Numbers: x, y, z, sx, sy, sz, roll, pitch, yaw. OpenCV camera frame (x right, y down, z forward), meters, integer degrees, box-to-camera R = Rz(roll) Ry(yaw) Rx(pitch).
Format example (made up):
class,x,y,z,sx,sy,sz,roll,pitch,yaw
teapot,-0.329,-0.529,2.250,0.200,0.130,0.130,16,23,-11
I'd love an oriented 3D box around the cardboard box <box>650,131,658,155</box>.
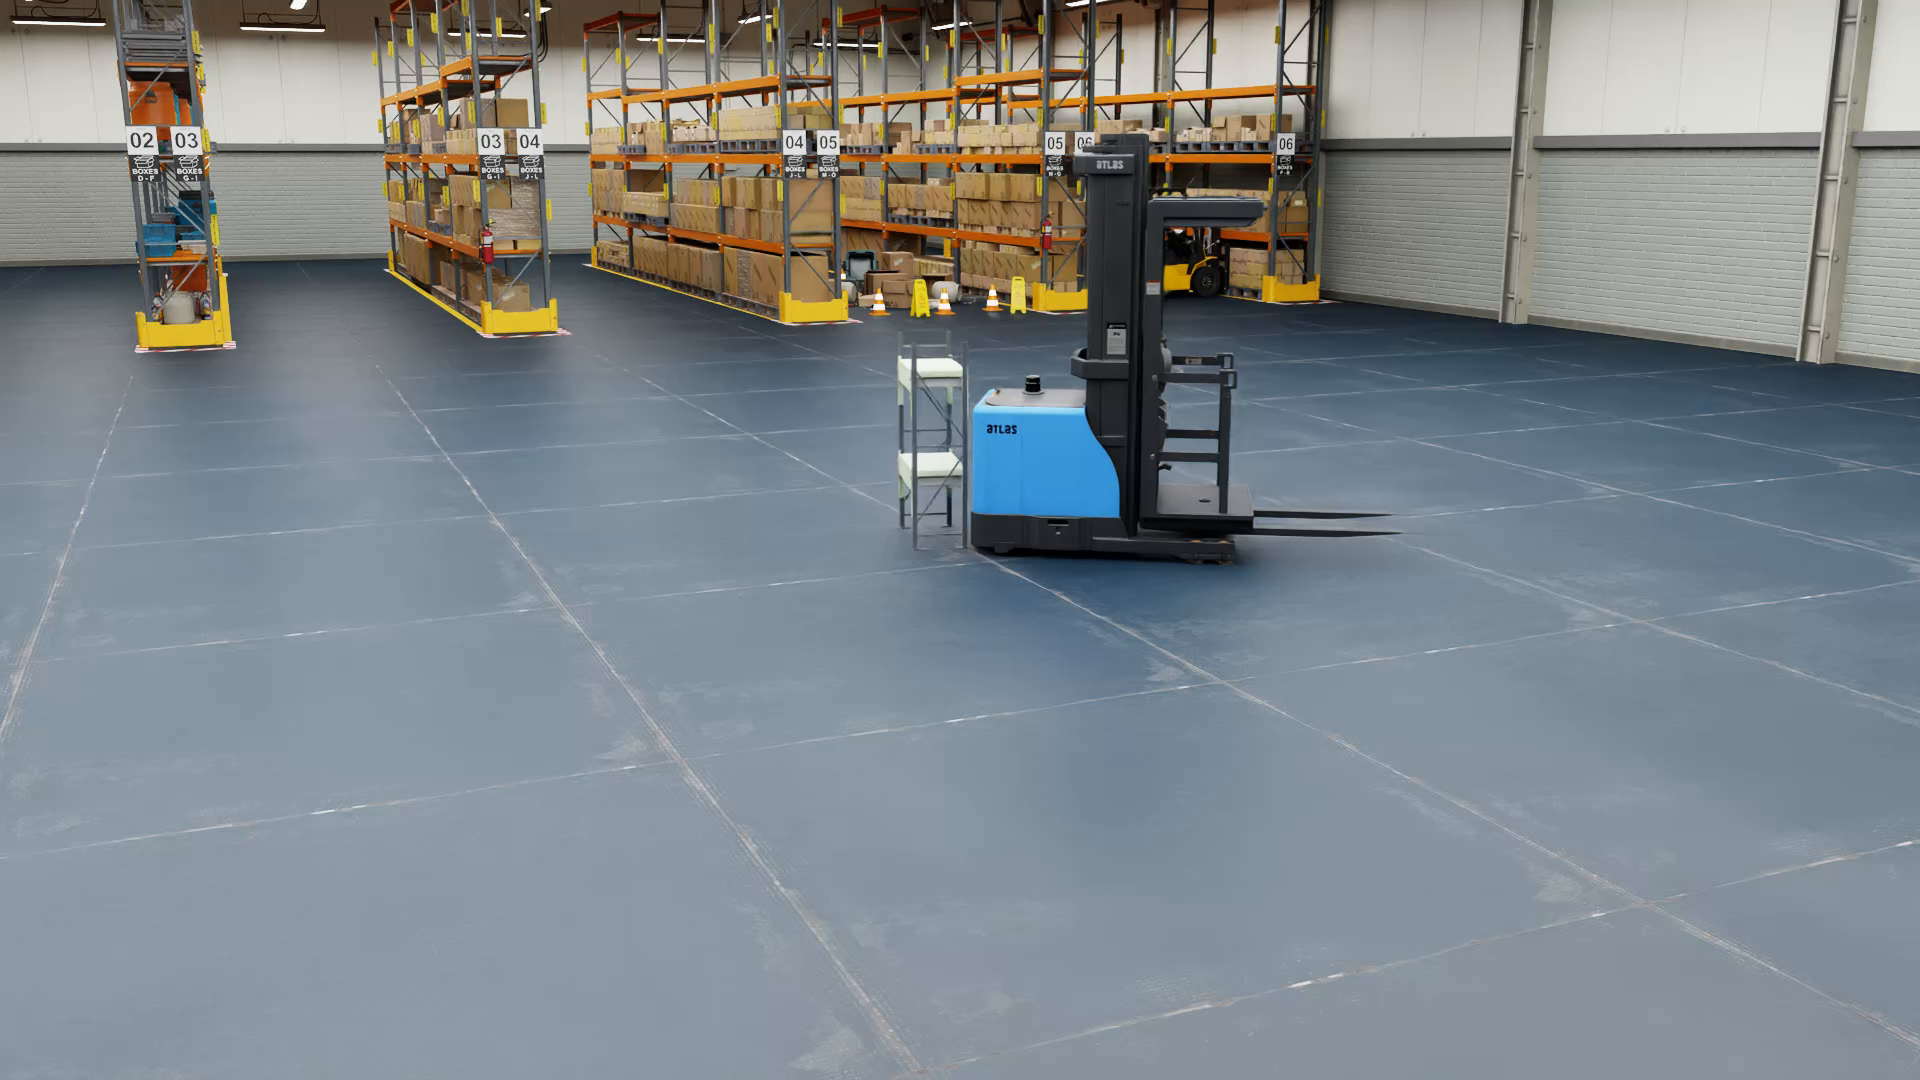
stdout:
class,x,y,z,sx,sy,sz,roll,pitch,yaw
cardboard box,-6.414,-8.631,36.135,0.500,0.500,0.500,-6,14,-23

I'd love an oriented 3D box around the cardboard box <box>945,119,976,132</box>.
class,x,y,z,sx,sy,sz,roll,pitch,yaw
cardboard box,0.008,-8.510,34.127,0.500,0.250,0.500,-5,14,-22

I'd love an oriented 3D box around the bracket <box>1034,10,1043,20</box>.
class,x,y,z,sx,sy,sz,roll,pitch,yaw
bracket,2.087,-13.451,42.548,0.235,0.232,0.430,-6,14,-23

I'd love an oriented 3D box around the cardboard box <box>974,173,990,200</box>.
class,x,y,z,sx,sy,sz,roll,pitch,yaw
cardboard box,0.695,-6.922,32.526,0.700,0.500,0.500,-6,14,-24

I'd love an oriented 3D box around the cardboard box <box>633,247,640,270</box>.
class,x,y,z,sx,sy,sz,roll,pitch,yaw
cardboard box,-7.290,-6.560,38.675,0.500,0.500,0.500,-5,14,-21

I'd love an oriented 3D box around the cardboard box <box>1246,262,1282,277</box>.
class,x,y,z,sx,sy,sz,roll,pitch,yaw
cardboard box,6.024,-5.369,32.973,0.500,0.250,0.500,-6,14,-24

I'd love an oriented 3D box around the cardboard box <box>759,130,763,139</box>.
class,x,y,z,sx,sy,sz,roll,pitch,yaw
cardboard box,-3.284,-7.059,28.968,0.380,0.149,0.250,-5,14,-22

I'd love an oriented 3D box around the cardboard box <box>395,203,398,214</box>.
class,x,y,z,sx,sy,sz,roll,pitch,yaw
cardboard box,-12.959,-7.779,39.003,0.500,0.250,0.500,-6,14,-24

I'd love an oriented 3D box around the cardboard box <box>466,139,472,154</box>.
class,x,y,z,sx,sy,sz,roll,pitch,yaw
cardboard box,-7.750,-6.412,27.101,0.500,0.250,0.500,-6,14,-23

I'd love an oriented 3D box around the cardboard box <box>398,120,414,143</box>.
class,x,y,z,sx,sy,sz,roll,pitch,yaw
cardboard box,-12.296,-9.243,37.625,0.700,0.500,0.500,-7,15,-26

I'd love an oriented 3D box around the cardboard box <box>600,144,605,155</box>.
class,x,y,z,sx,sy,sz,roll,pitch,yaw
cardboard box,-8.574,-9.635,41.026,0.500,0.250,0.500,-6,14,-25

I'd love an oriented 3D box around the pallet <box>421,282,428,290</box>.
class,x,y,z,sx,sy,sz,roll,pitch,yaw
pallet,-11.057,-5.559,35.923,1.003,0.211,1.213,-6,14,-23

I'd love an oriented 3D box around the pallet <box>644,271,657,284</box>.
class,x,y,z,sx,sy,sz,roll,pitch,yaw
pallet,-6.537,-5.978,37.733,1.003,0.211,1.213,-6,14,-23

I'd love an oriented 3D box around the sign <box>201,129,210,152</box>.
class,x,y,z,sx,sy,sz,roll,pitch,yaw
sign,-11.153,-5.911,24.585,0.100,0.325,0.005,-6,14,-23

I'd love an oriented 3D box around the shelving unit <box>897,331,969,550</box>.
class,x,y,z,sx,sy,sz,roll,pitch,yaw
shelving unit,-0.204,-0.746,12.268,0.431,1.500,0.755,-2,13,-9

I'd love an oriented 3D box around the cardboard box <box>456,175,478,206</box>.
class,x,y,z,sx,sy,sz,roll,pitch,yaw
cardboard box,-8.375,-6.029,28.666,0.500,0.500,0.500,-6,14,-23

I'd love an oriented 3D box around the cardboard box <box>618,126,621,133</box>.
class,x,y,z,sx,sy,sz,roll,pitch,yaw
cardboard box,-7.834,-9.670,39.186,0.380,0.149,0.250,-5,14,-22

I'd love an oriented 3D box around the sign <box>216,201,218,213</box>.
class,x,y,z,sx,sy,sz,roll,pitch,yaw
sign,-17.571,-7.835,39.207,0.100,0.325,0.005,-6,14,-23

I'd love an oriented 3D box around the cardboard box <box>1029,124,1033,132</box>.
class,x,y,z,sx,sy,sz,roll,pitch,yaw
cardboard box,1.485,-7.566,30.546,0.380,0.149,0.250,-5,14,-22

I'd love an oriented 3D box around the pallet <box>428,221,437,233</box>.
class,x,y,z,sx,sy,sz,roll,pitch,yaw
pallet,-9.943,-6.266,33.215,1.213,0.211,1.003,-6,14,-23

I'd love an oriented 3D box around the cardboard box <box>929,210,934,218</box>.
class,x,y,z,sx,sy,sz,roll,pitch,yaw
cardboard box,-0.433,-6.887,35.101,0.380,0.149,0.250,-5,14,-22

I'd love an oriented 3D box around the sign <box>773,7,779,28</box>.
class,x,y,z,sx,sy,sz,roll,pitch,yaw
sign,-3.039,-8.641,27.502,0.100,0.325,0.005,-6,14,-23

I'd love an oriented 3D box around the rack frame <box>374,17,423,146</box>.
class,x,y,z,sx,sy,sz,roll,pitch,yaw
rack frame,-13.530,-11.072,40.252,1.000,3.000,0.127,-6,14,-23

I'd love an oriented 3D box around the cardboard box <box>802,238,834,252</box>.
class,x,y,z,sx,sy,sz,roll,pitch,yaw
cardboard box,-3.720,-7.685,43.674,0.875,0.438,0.875,-5,14,-21

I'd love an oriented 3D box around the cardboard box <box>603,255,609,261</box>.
class,x,y,z,sx,sy,sz,roll,pitch,yaw
cardboard box,-8.741,-7.095,41.764,0.380,0.149,0.250,-5,14,-22

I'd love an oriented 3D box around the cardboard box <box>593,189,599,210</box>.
class,x,y,z,sx,sy,sz,roll,pitch,yaw
cardboard box,-9.018,-8.652,42.221,0.500,0.500,0.500,-5,14,-20

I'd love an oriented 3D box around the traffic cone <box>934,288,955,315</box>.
class,x,y,z,sx,sy,sz,roll,pitch,yaw
traffic cone,-0.276,-4.305,29.943,0.336,0.463,0.334,-6,14,-23

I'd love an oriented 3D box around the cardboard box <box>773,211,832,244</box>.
class,x,y,z,sx,sy,sz,roll,pitch,yaw
cardboard box,-2.726,-5.417,28.788,0.875,0.550,0.550,-6,14,-23

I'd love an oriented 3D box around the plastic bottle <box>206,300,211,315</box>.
class,x,y,z,sx,sy,sz,roll,pitch,yaw
plastic bottle,-12.174,-3.739,26.919,0.061,0.283,0.133,-5,14,-22

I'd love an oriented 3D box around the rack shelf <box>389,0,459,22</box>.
class,x,y,z,sx,sy,sz,roll,pitch,yaw
rack shelf,-11.127,-11.101,34.603,1.077,0.370,4.000,-6,14,-23

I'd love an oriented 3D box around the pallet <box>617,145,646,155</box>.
class,x,y,z,sx,sy,sz,roll,pitch,yaw
pallet,-7.193,-8.983,38.294,1.213,0.211,1.003,-6,14,-23

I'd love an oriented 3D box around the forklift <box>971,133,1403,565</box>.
class,x,y,z,sx,sy,sz,roll,pitch,yaw
forklift,1.635,-1.383,11.844,3.031,2.935,1.130,2,13,8

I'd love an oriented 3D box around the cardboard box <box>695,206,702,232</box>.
class,x,y,z,sx,sy,sz,roll,pitch,yaw
cardboard box,-4.997,-6.439,33.315,0.500,0.500,0.500,-5,14,-22

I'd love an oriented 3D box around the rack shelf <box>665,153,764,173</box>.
class,x,y,z,sx,sy,sz,roll,pitch,yaw
rack shelf,-4.939,-7.621,33.591,1.077,0.370,4.000,-6,14,-23

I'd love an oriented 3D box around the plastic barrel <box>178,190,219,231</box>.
class,x,y,z,sx,sy,sz,roll,pitch,yaw
plastic barrel,-13.139,-5.574,28.691,0.600,0.901,0.708,-6,14,-23

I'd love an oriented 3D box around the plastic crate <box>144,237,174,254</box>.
class,x,y,z,sx,sy,sz,roll,pitch,yaw
plastic crate,-12.389,-4.535,25.642,0.499,0.251,0.408,-6,14,-23

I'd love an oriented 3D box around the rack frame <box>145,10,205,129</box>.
class,x,y,z,sx,sy,sz,roll,pitch,yaw
rack frame,-18.068,-10.625,38.320,1.000,3.000,0.127,-6,14,-23

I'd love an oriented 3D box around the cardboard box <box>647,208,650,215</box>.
class,x,y,z,sx,sy,sz,roll,pitch,yaw
cardboard box,-6.657,-7.223,36.551,0.380,0.149,0.250,-6,14,-24

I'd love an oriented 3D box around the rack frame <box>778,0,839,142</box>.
class,x,y,z,sx,sy,sz,roll,pitch,yaw
rack frame,-2.536,-8.194,27.815,1.000,3.000,0.127,-6,14,-23

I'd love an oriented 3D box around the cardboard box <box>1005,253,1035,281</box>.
class,x,y,z,sx,sy,sz,roll,pitch,yaw
cardboard box,1.187,-5.219,31.770,0.500,0.500,0.500,-5,14,-21

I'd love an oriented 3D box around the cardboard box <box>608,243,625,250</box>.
class,x,y,z,sx,sy,sz,roll,pitch,yaw
cardboard box,-8.501,-7.273,41.214,0.380,0.149,0.250,-5,14,-22

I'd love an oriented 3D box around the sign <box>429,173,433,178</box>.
class,x,y,z,sx,sy,sz,roll,pitch,yaw
sign,-13.027,-8.875,40.971,0.100,0.325,0.005,-6,14,-23

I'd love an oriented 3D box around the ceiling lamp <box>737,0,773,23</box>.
class,x,y,z,sx,sy,sz,roll,pitch,yaw
ceiling lamp,-4.515,-13.615,38.294,0.800,3.185,2.000,-6,14,-23

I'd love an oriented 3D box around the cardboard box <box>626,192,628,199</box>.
class,x,y,z,sx,sy,sz,roll,pitch,yaw
cardboard box,-7.489,-7.942,38.340,0.380,0.149,0.250,-5,14,-21

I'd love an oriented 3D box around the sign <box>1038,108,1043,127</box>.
class,x,y,z,sx,sy,sz,roll,pitch,yaw
sign,1.443,-7.586,29.877,0.100,0.325,0.005,-6,14,-23

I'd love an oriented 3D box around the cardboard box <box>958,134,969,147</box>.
class,x,y,z,sx,sy,sz,roll,pitch,yaw
cardboard box,0.282,-7.983,33.230,0.500,0.250,0.500,-6,14,-24

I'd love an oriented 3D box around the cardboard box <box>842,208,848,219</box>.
class,x,y,z,sx,sy,sz,roll,pitch,yaw
cardboard box,-2.514,-7.816,39.822,0.500,0.250,0.500,-6,14,-23

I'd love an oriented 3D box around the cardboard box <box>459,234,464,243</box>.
class,x,y,z,sx,sy,sz,roll,pitch,yaw
cardboard box,-8.528,-5.268,29.037,0.380,0.149,0.250,-6,14,-23

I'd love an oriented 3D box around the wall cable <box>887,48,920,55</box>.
class,x,y,z,sx,sy,sz,roll,pitch,yaw
wall cable,-0.991,-16.408,50.971,2.988,3.039,0.133,-6,14,-23

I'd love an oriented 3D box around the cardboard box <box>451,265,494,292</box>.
class,x,y,z,sx,sy,sz,roll,pitch,yaw
cardboard box,-9.348,-5.011,31.938,0.700,0.500,0.500,-7,15,-28

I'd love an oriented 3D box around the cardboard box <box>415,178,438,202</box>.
class,x,y,z,sx,sy,sz,roll,pitch,yaw
cardboard box,-11.400,-7.586,36.050,0.797,0.503,0.637,-5,14,-22

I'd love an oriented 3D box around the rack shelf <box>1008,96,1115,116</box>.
class,x,y,z,sx,sy,sz,roll,pitch,yaw
rack shelf,2.500,-10.631,40.831,1.077,0.370,4.000,-6,14,-23

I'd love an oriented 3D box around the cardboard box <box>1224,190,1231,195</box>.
class,x,y,z,sx,sy,sz,roll,pitch,yaw
cardboard box,5.566,-7.007,33.674,0.380,0.149,0.250,-5,14,-22

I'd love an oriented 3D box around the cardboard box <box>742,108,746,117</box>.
class,x,y,z,sx,sy,sz,roll,pitch,yaw
cardboard box,-3.694,-7.658,29.788,0.380,0.149,0.250,-6,14,-23
